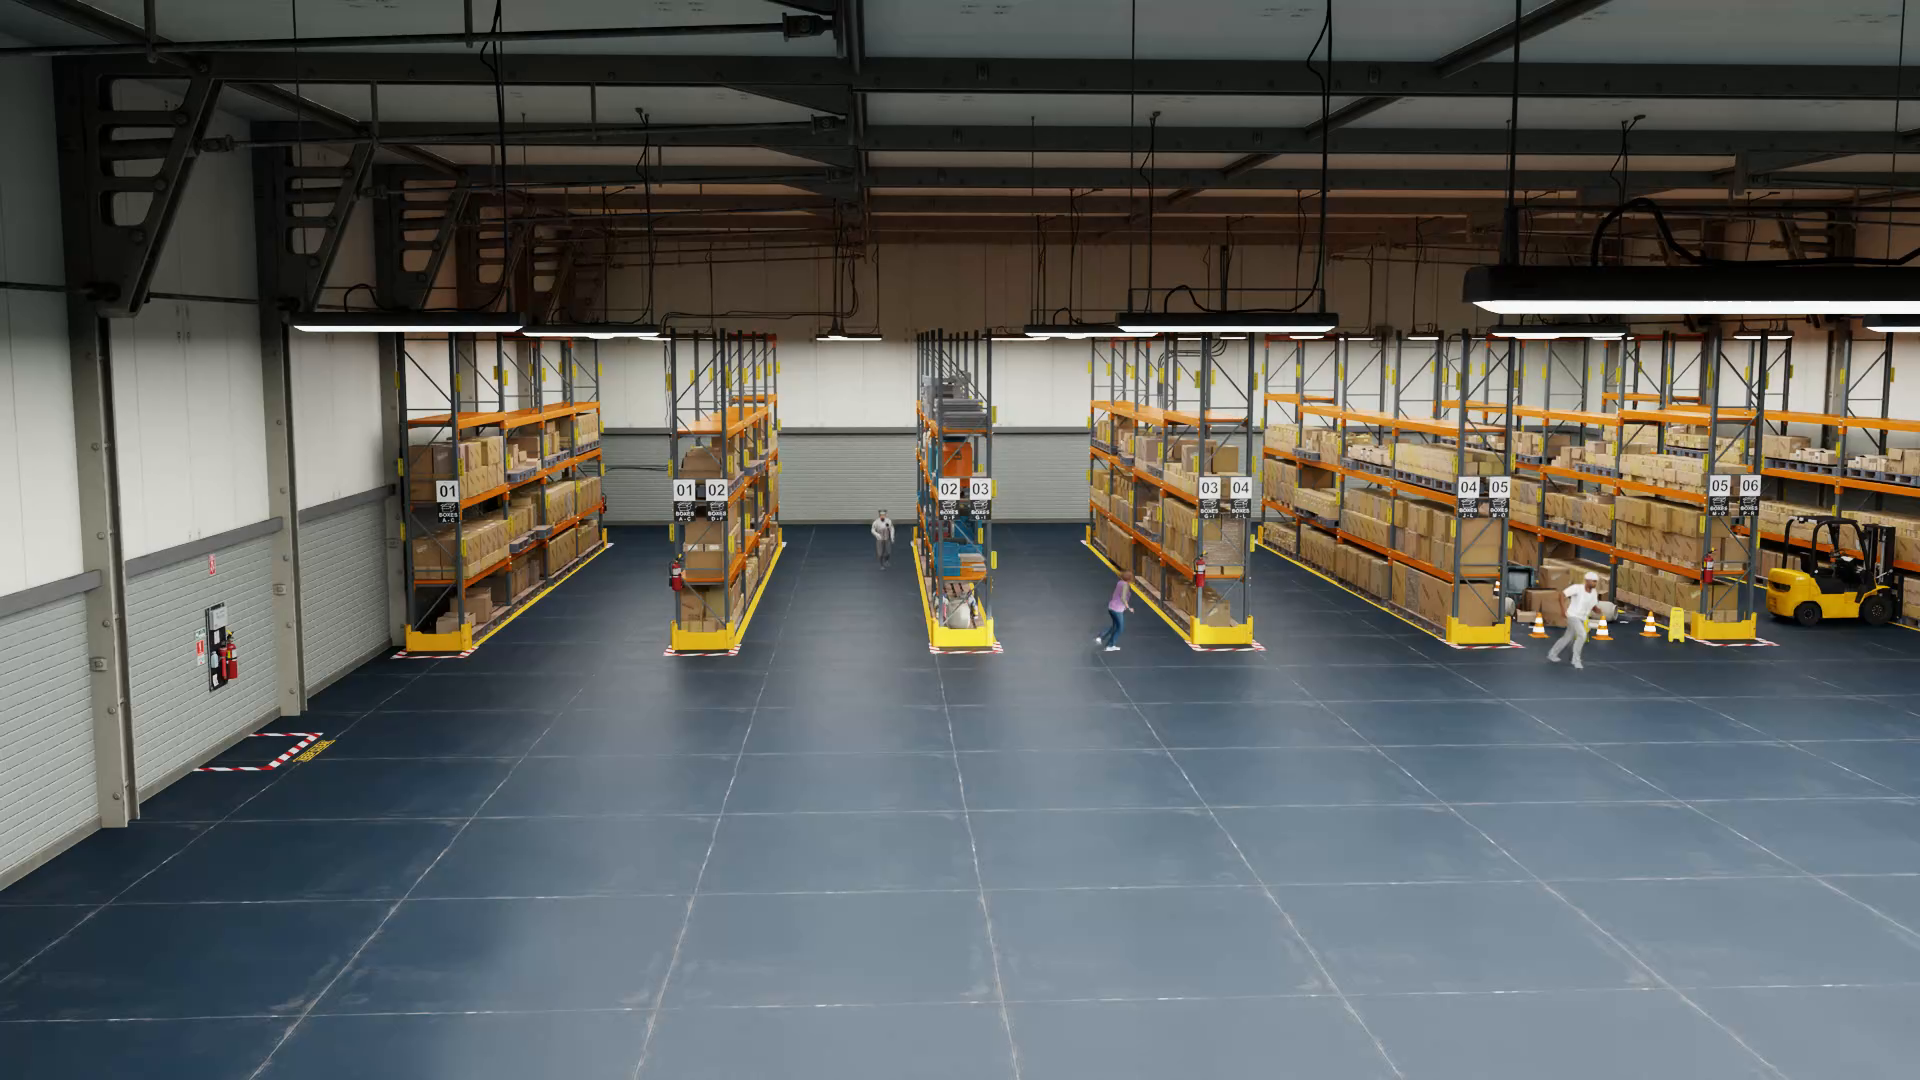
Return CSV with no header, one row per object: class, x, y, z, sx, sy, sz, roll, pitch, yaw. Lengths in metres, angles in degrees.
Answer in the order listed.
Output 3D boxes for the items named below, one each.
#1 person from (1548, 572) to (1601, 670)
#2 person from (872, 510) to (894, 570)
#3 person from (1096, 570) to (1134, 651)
person,10.985,1.392,29.595,0.683,1.696,0.900,-5,8,-34
person,-1.955,-0.012,42.134,0.594,1.575,0.716,-1,7,-10
person,2.896,1.320,31.020,0.687,1.519,0.512,-1,7,-9
